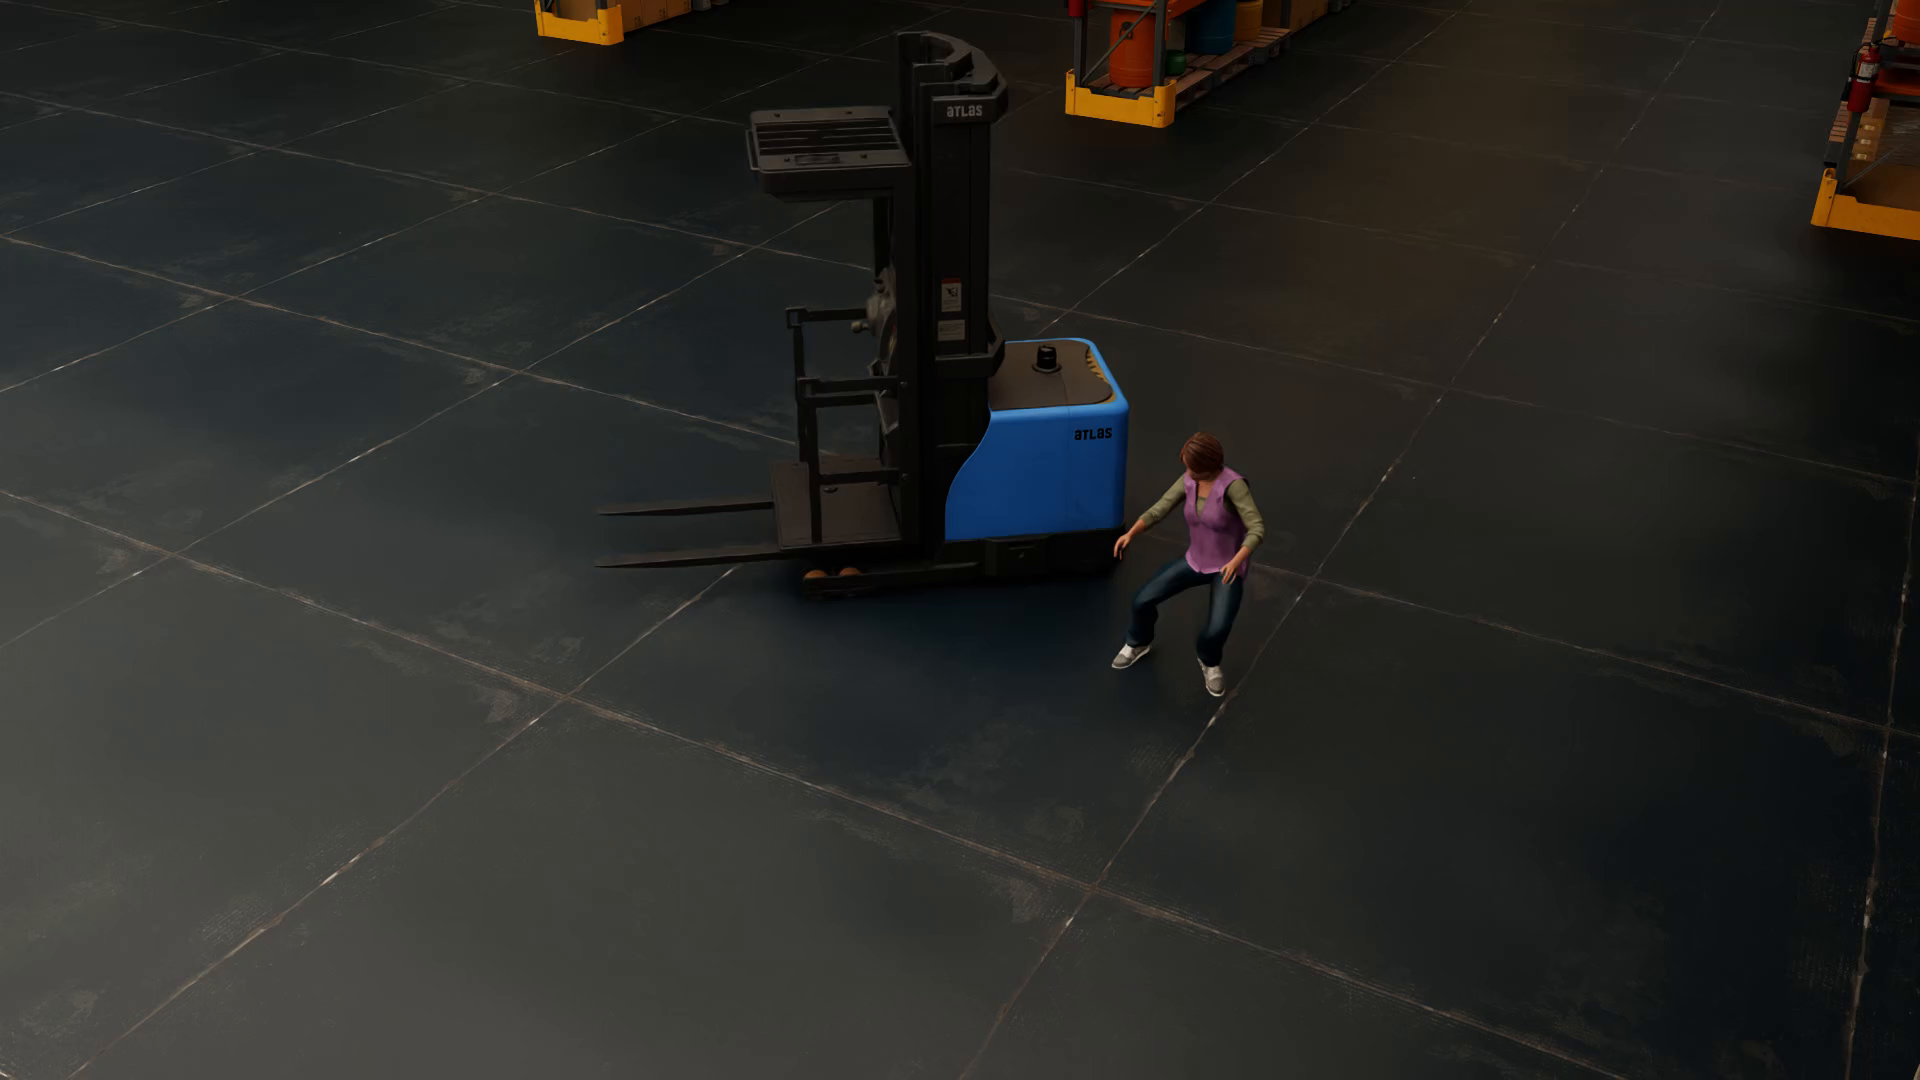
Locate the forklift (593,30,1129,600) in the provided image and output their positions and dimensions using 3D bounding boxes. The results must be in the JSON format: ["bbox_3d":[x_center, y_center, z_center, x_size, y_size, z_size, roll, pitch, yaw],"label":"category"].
[{"bbox_3d":[-0.610,-1.213,9.173,3.031,2.935,1.130,-4,30,-8],"label":"forklift"}]

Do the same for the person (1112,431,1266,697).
[{"bbox_3d":[1.133,0.171,8.345,0.694,1.405,0.795,-25,38,-36],"label":"person"}]
